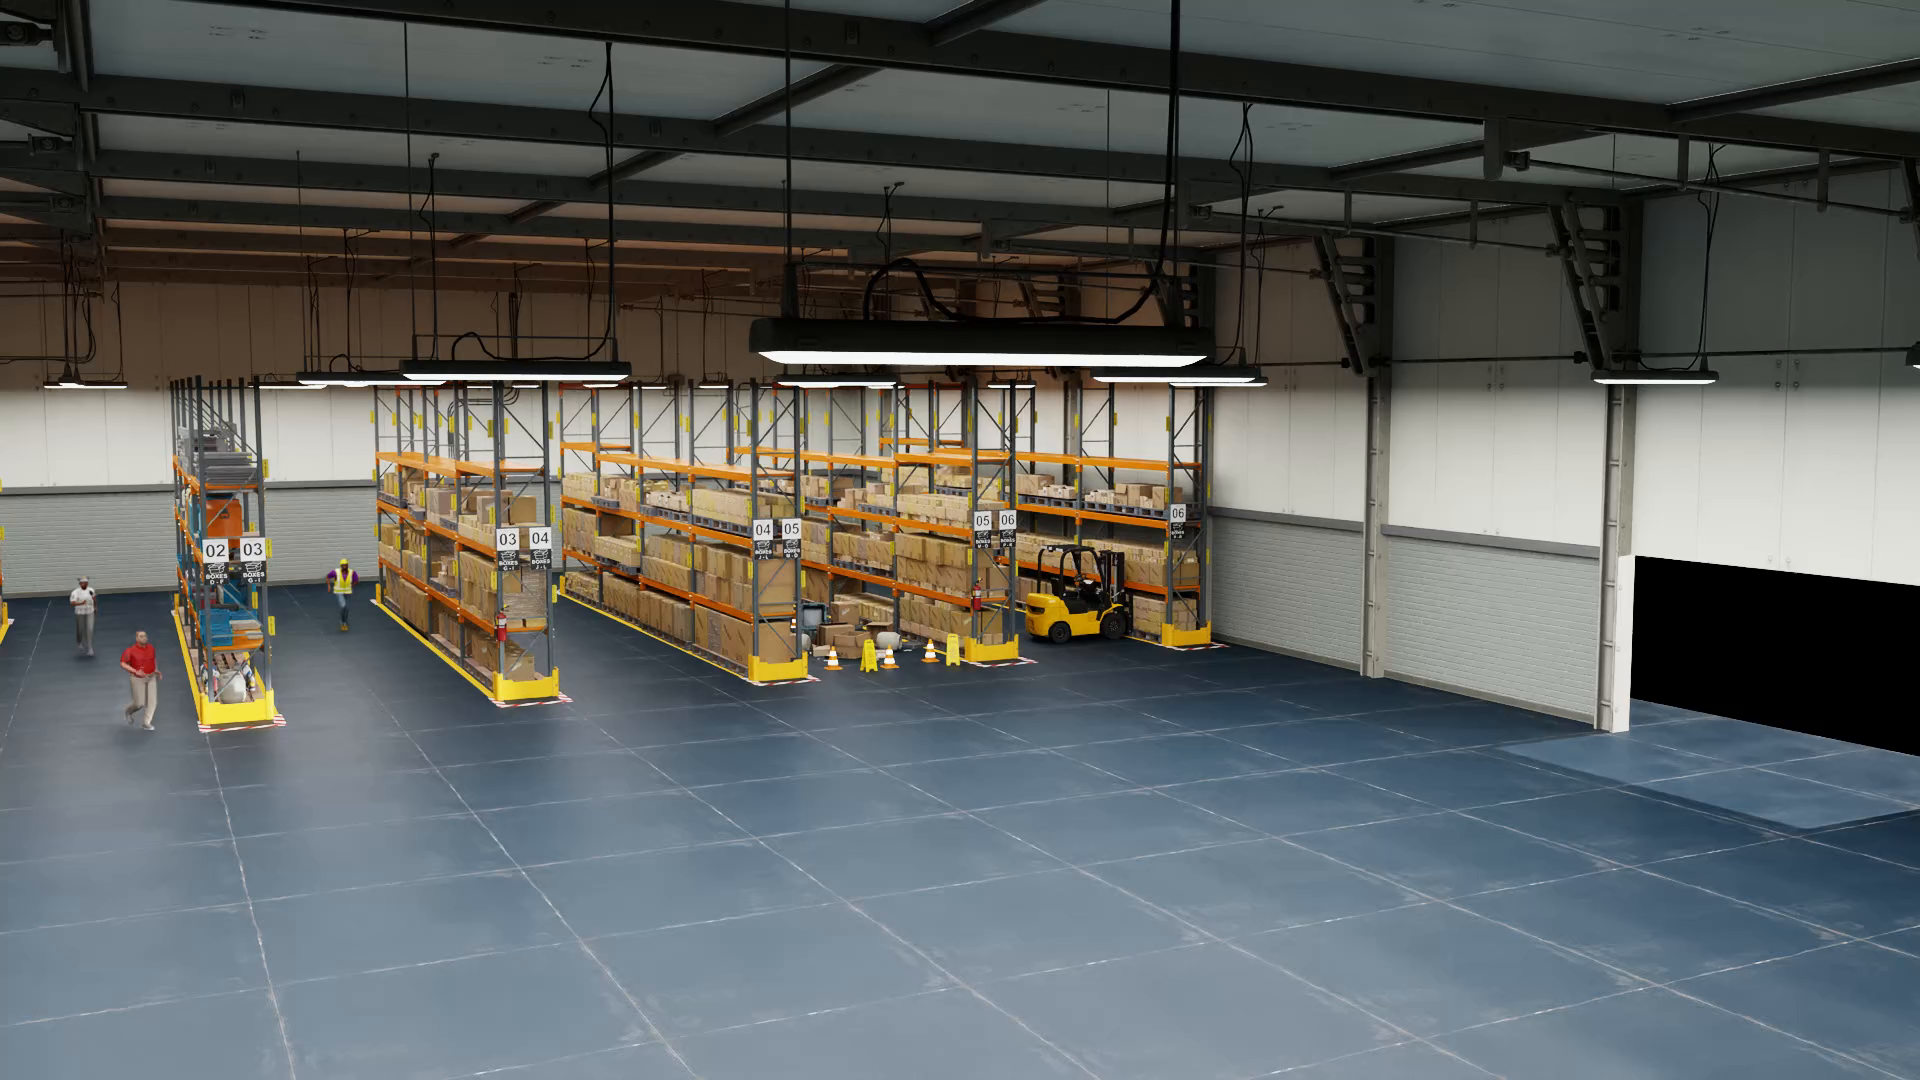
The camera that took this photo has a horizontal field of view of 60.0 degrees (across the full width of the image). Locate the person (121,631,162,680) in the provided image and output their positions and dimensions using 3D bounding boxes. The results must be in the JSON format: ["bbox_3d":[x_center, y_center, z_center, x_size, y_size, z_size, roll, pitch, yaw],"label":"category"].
[{"bbox_3d":[-13.805,1.966,28.127,0.477,0.856,0.658,3,6,32],"label":"person"}]

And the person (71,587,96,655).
[{"bbox_3d":[-19.141,1.743,36.348,0.528,1.460,0.888,-4,6,-38],"label":"person"}]

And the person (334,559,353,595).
[{"bbox_3d":[-14.774,0.870,39.861,0.449,0.861,0.488,-4,6,-34],"label":"person"}]
